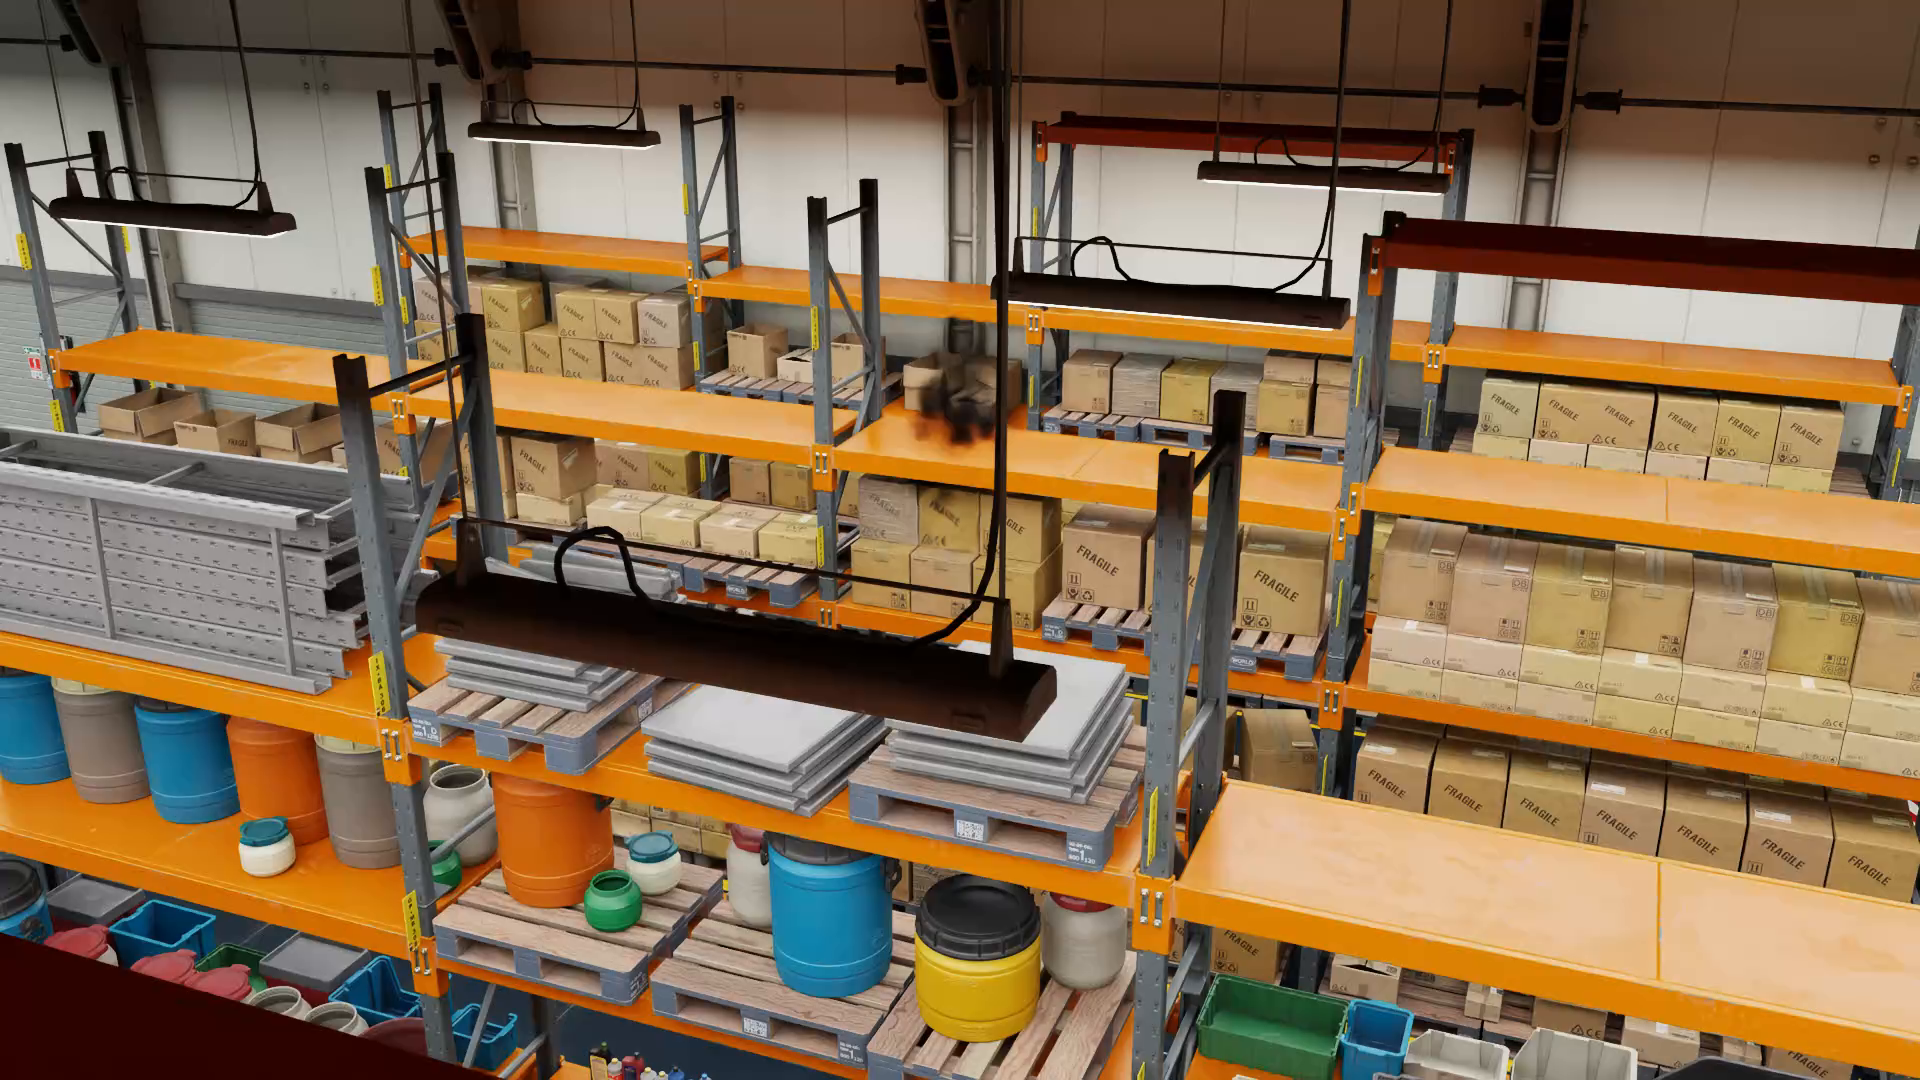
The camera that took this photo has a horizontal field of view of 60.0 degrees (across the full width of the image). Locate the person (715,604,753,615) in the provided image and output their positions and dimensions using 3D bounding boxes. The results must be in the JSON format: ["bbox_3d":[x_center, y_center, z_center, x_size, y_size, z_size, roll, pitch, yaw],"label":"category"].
[{"bbox_3d":[-2.378,0.416,16.834,0.510,0.875,0.674,7,22,18],"label":"person"}]
